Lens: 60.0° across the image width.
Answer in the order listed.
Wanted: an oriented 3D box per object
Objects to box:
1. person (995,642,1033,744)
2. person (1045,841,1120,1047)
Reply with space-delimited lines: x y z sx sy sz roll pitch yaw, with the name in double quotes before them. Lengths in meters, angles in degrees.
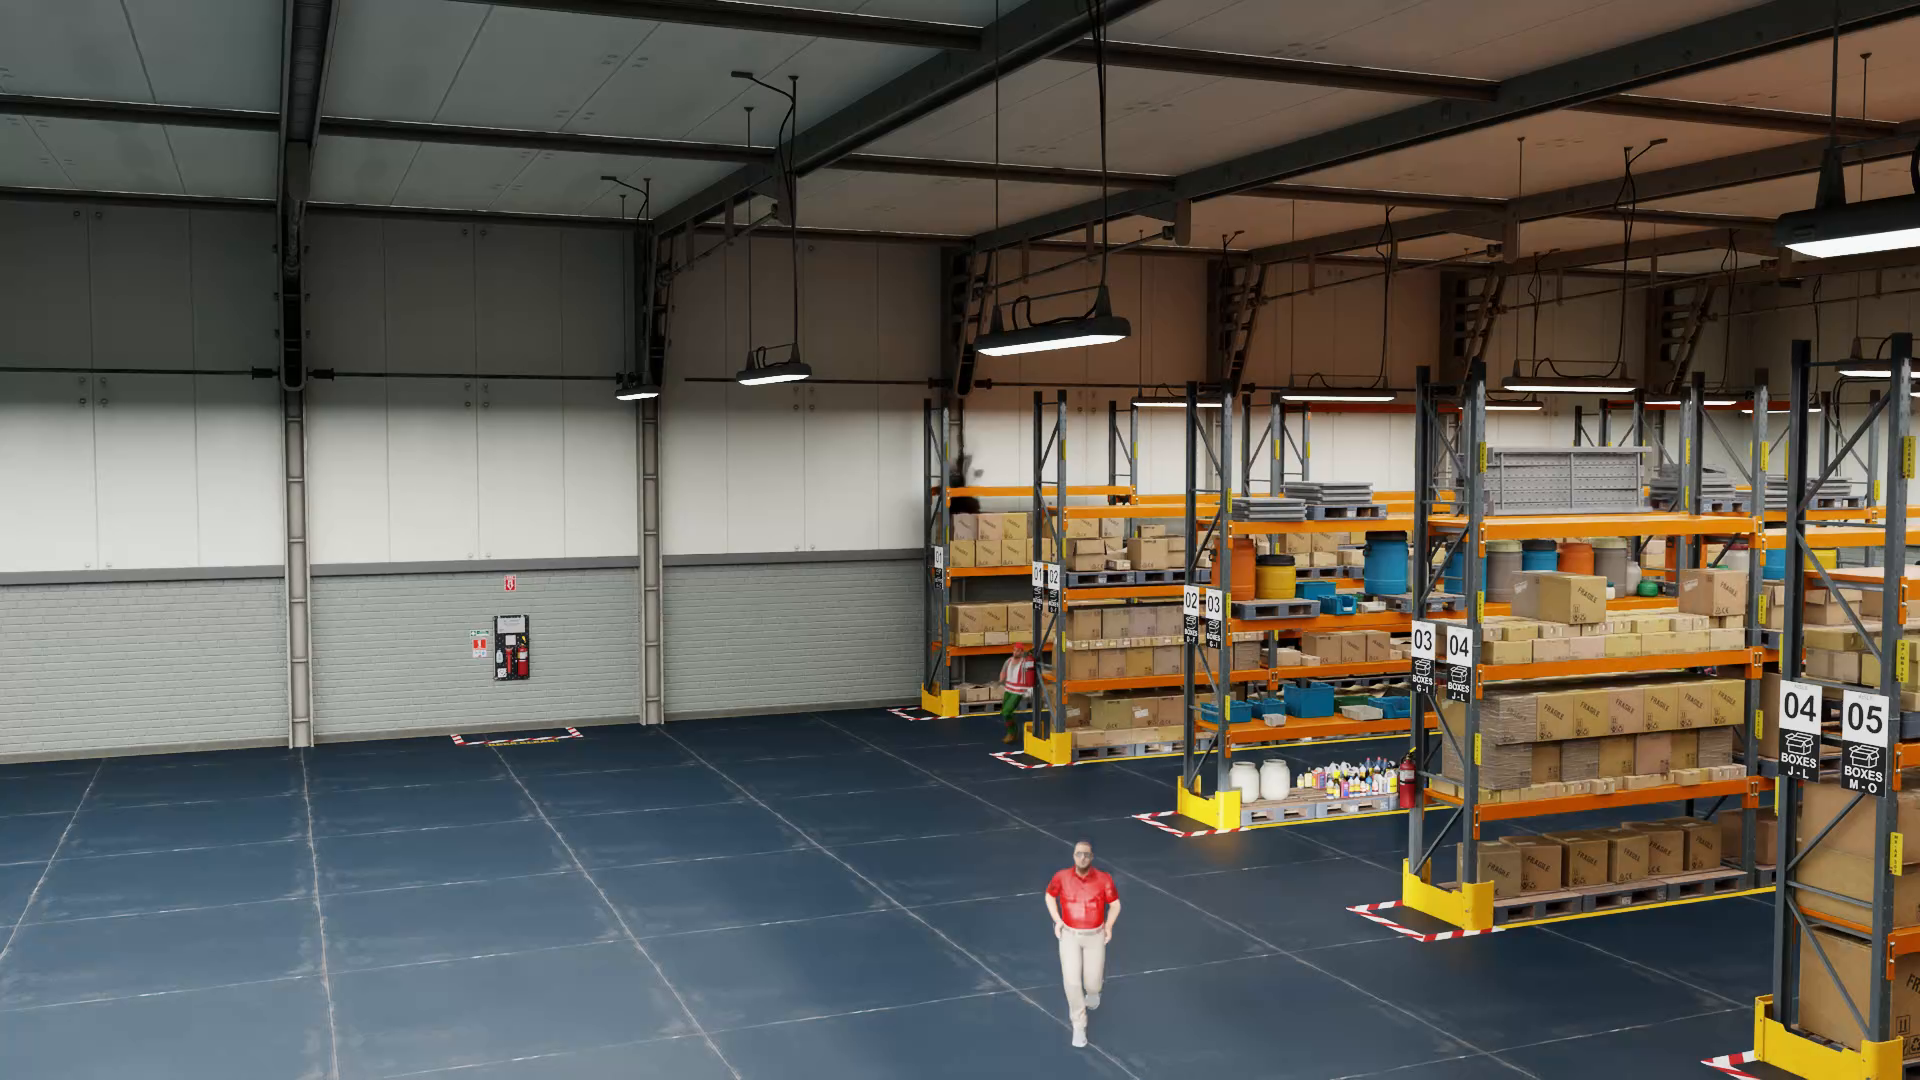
"person" 0.939 2.616 28.451 0.637 1.750 0.722 -3 5 -45
"person" 1.067 3.476 14.538 0.663 1.707 0.753 0 3 6
